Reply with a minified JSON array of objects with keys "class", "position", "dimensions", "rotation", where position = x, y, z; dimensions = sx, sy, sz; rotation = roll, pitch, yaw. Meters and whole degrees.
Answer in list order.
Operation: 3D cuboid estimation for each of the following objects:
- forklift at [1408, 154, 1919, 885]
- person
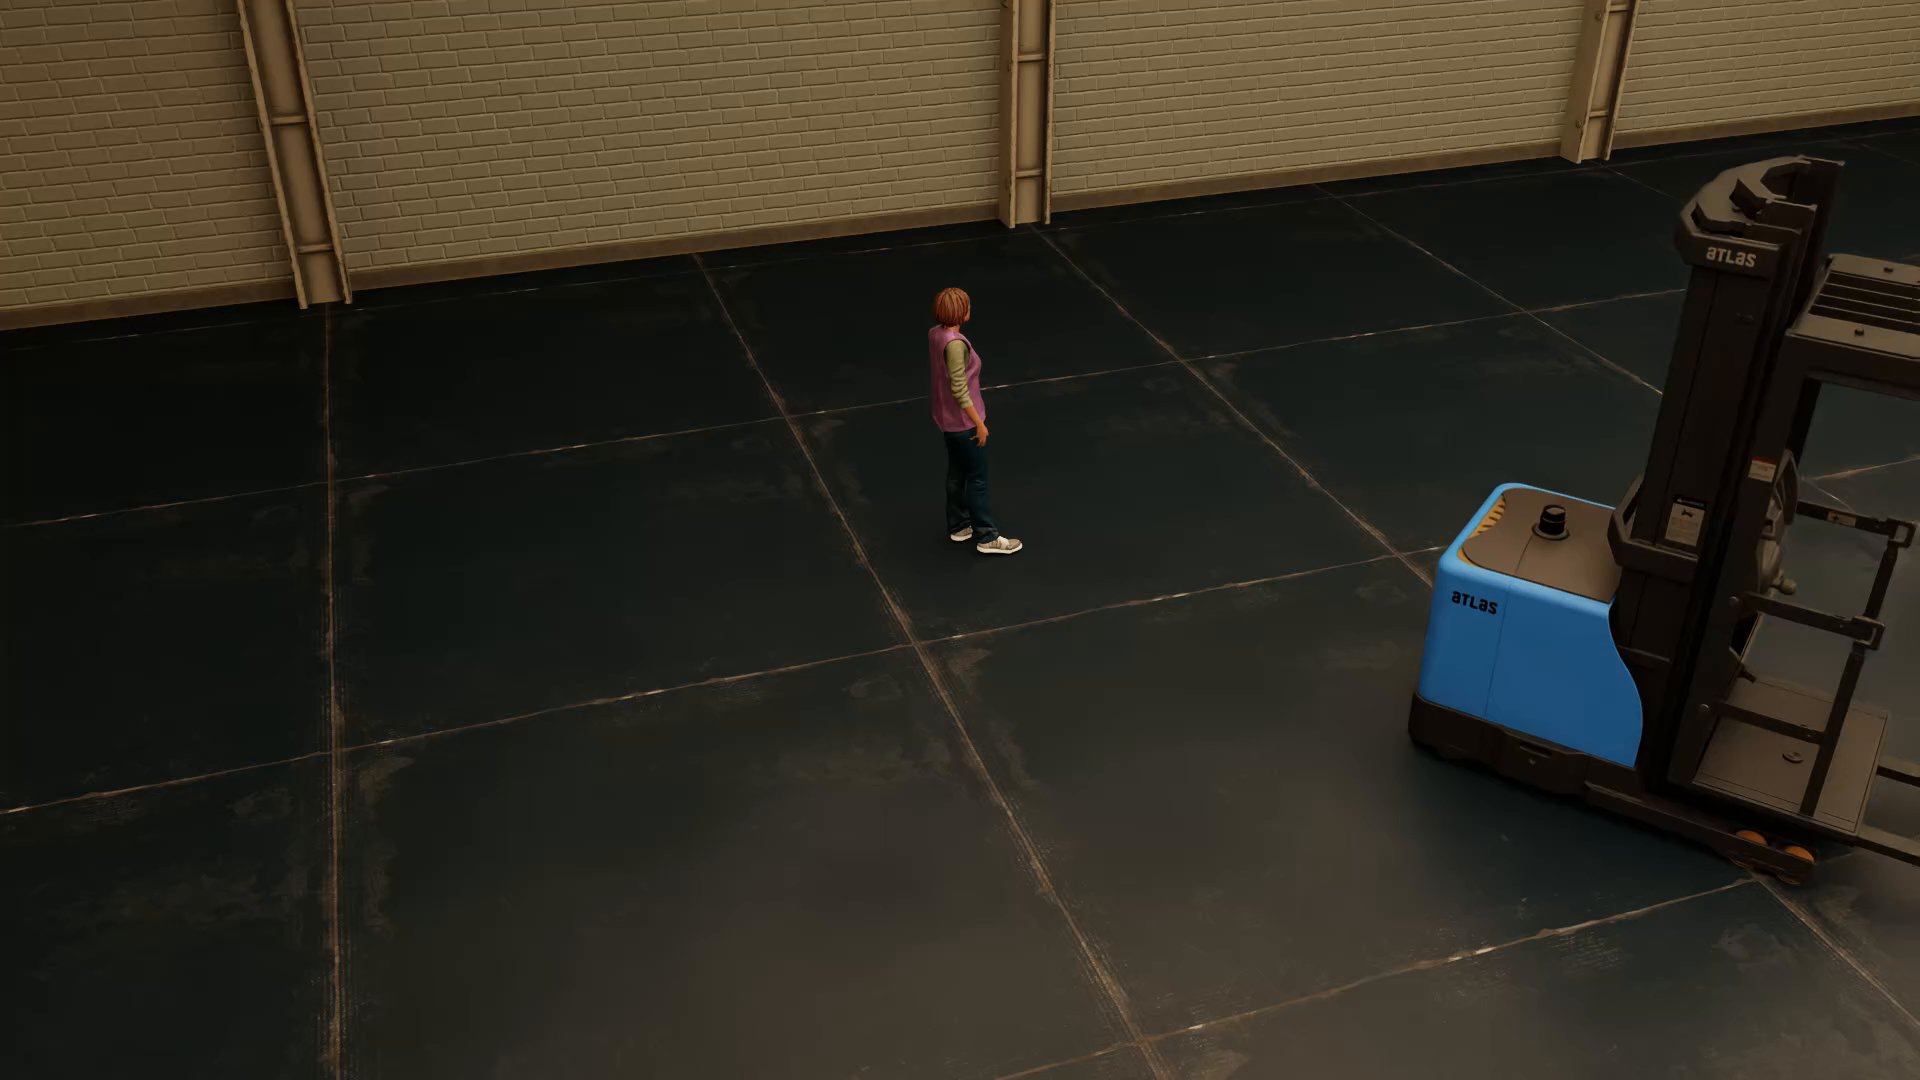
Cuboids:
[{"class":"forklift","position":[3.732,-0.048,7.170],"dimensions":[3.031,2.935,1.130],"rotation":[18,34,28]},{"class":"person","position":[0.075,-0.704,9.633],"dimensions":[0.473,1.599,0.520],"rotation":[-10,31,-16]}]
